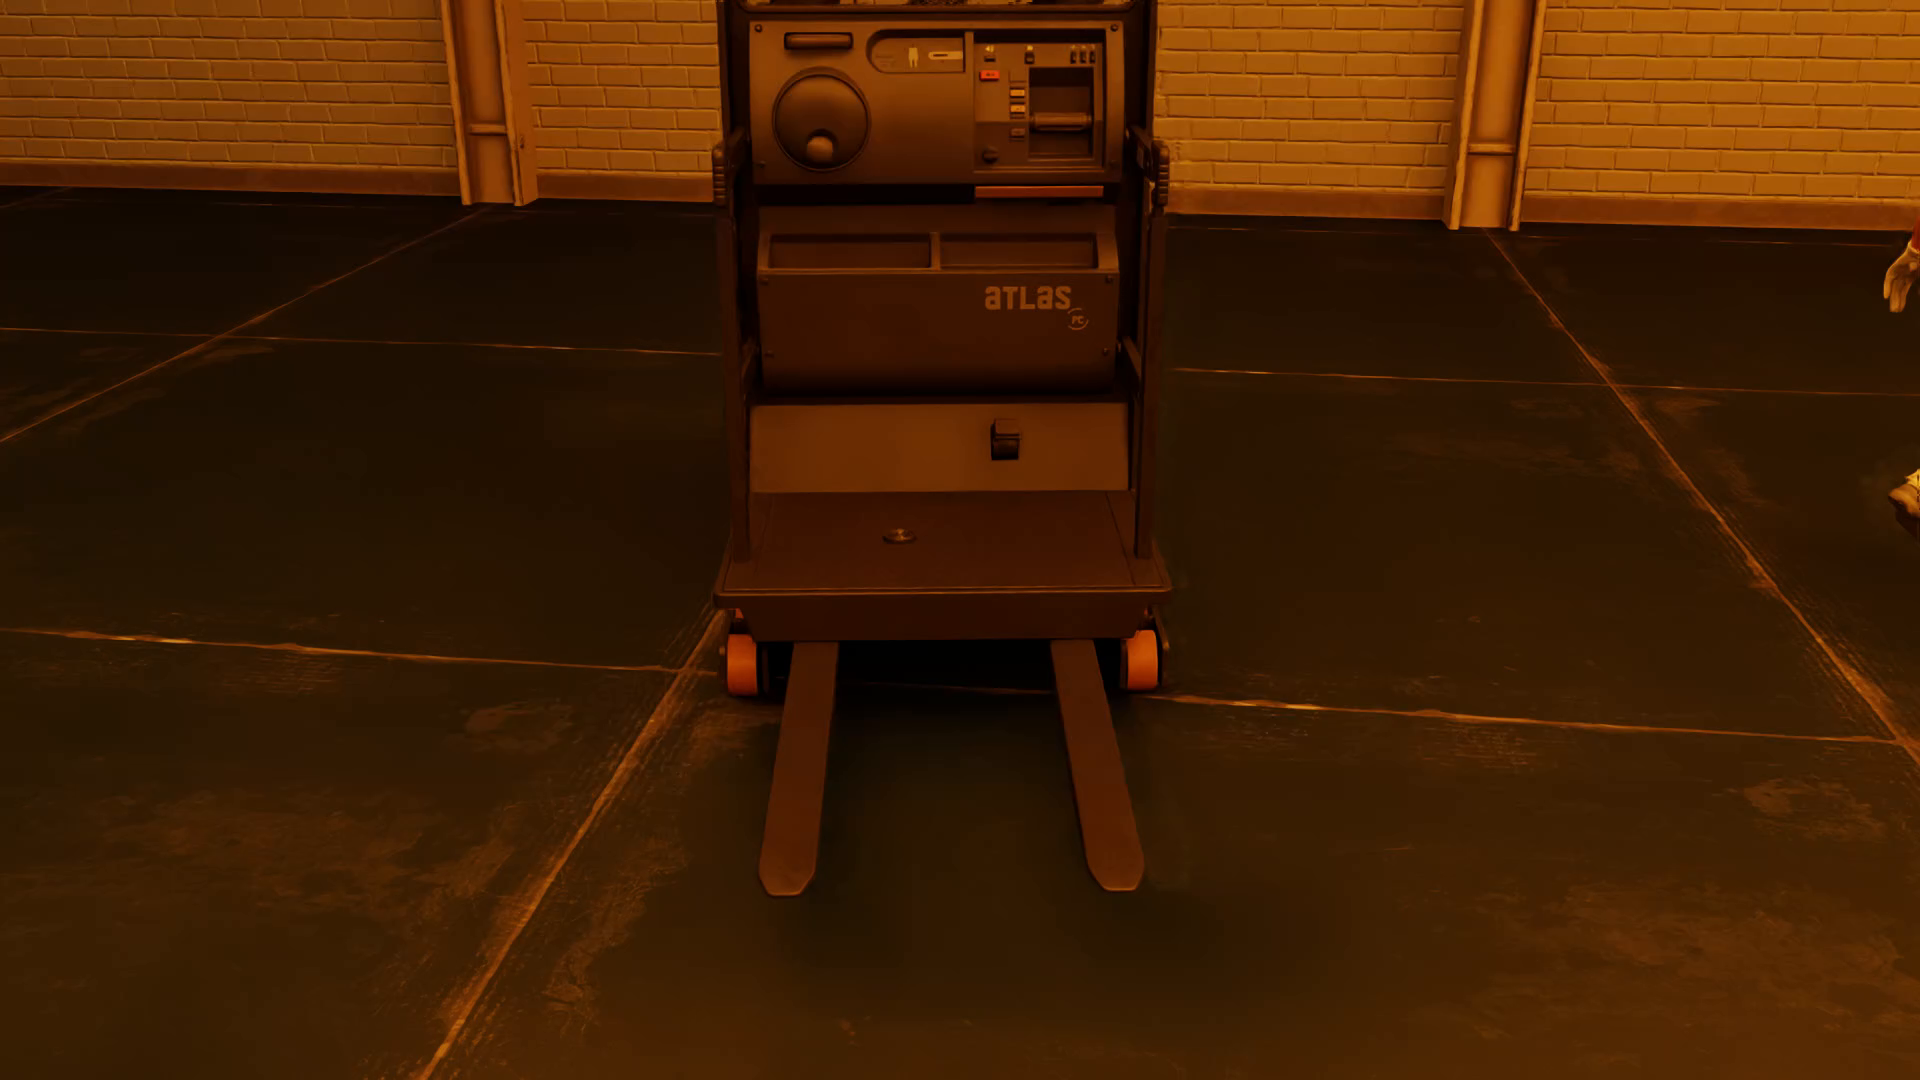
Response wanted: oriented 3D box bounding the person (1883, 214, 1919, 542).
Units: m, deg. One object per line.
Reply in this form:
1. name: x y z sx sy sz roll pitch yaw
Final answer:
1. person: 2.994 -0.580 4.424 0.555 1.666 0.908 -8 23 -18

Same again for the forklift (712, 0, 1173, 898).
1. forklift: -0.049 -1.082 3.941 1.130 2.935 3.031 -1 22 -1
